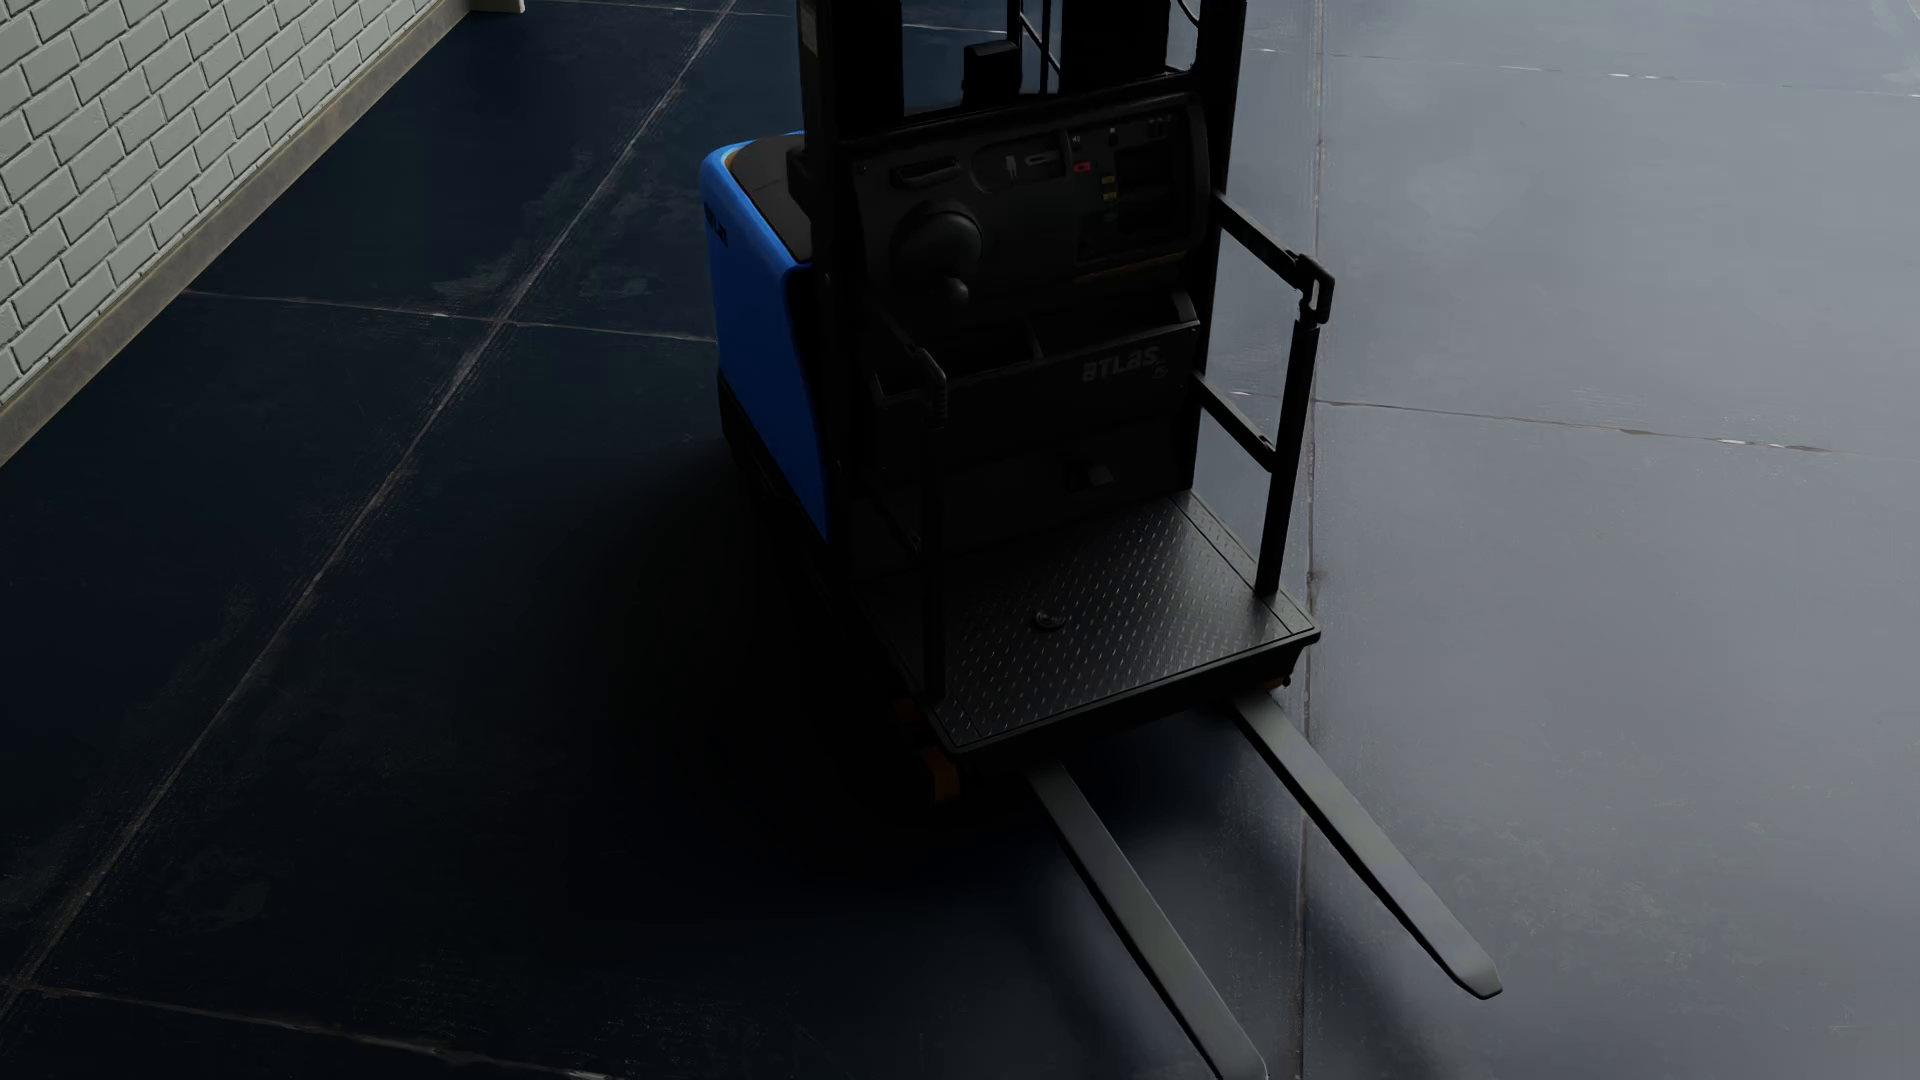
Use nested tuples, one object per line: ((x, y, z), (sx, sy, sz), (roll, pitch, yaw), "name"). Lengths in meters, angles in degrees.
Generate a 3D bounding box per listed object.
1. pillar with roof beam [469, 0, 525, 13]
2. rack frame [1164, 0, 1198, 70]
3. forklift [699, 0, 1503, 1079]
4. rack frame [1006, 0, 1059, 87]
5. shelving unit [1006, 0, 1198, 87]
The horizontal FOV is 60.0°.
((1.877, -5.829, 5.239), (9.100, 9.000, 0.400), (6, 40, 8), "pillar with roof beam")
((0.761, -1.766, 6.209), (0.500, 1.500, 0.032), (14, 42, 17), "rack frame")
((0.275, -0.747, 3.854), (1.130, 2.935, 3.031), (-16, 42, -19), "forklift")
((0.382, -1.165, 5.482), (0.500, 1.500, 0.032), (14, 42, 17), "rack frame")
((0.571, -1.465, 5.845), (0.538, 1.500, 1.048), (14, 42, 17), "shelving unit")
